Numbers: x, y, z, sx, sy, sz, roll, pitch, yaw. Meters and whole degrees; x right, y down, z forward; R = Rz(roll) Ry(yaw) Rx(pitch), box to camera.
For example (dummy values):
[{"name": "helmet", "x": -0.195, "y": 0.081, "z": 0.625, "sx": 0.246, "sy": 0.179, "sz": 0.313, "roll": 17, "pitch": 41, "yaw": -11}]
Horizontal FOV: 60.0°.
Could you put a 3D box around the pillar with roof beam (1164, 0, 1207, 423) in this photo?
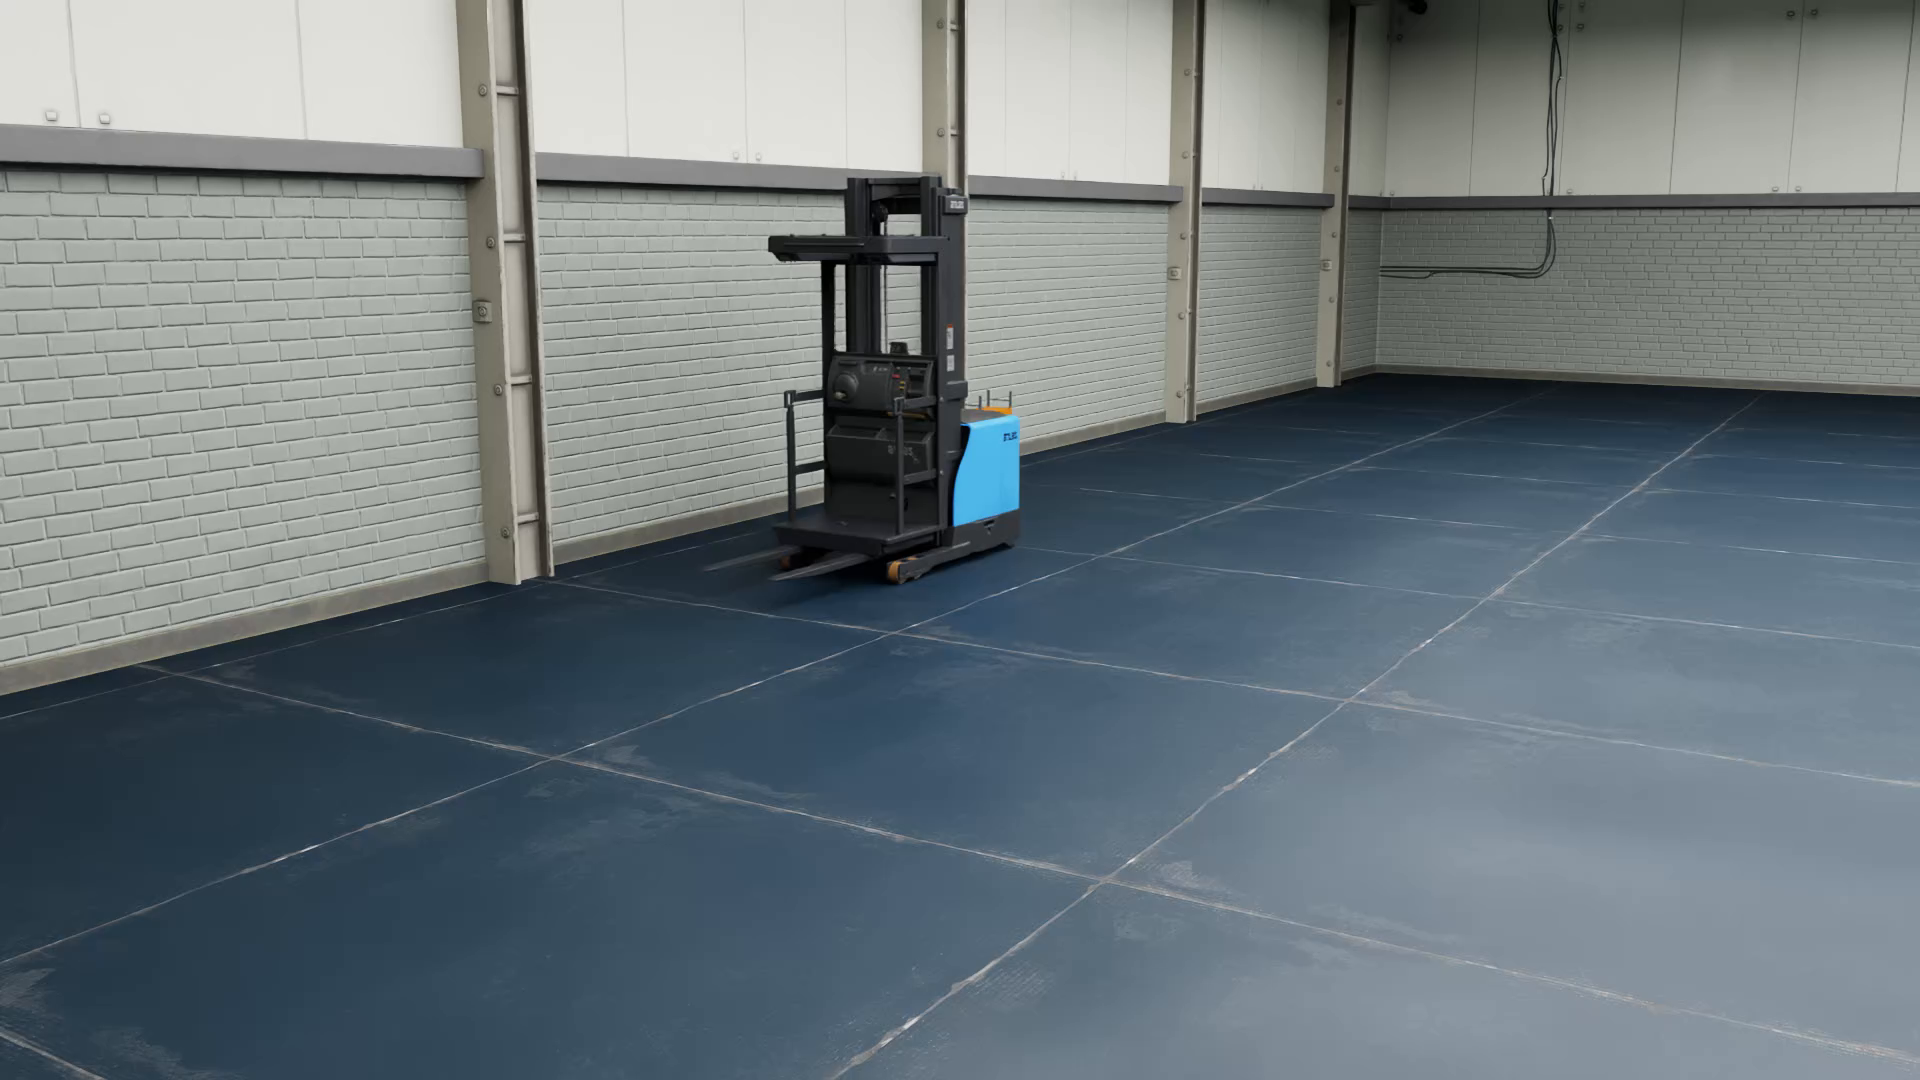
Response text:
[{"name": "pillar with roof beam", "x": 6.644, "y": -5.617, "z": 19.417, "sx": 9.100, "sy": 9.000, "sz": 0.400, "roll": 6, "pitch": 12, "yaw": 31}]

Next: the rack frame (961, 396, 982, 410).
[{"name": "rack frame", "x": 0.075, "y": -0.609, "z": 13.864, "sx": 0.240, "sy": 1.200, "sz": 0.015, "roll": 7, "pitch": 12, "yaw": 32}]

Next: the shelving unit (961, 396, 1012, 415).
[{"name": "shelving unit", "x": 0.202, "y": -0.647, "z": 14.061, "sx": 0.258, "sy": 1.200, "sz": 0.492, "roll": 7, "pitch": 12, "yaw": 32}]

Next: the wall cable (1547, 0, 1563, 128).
[{"name": "wall cable", "x": 11.051, "y": -8.007, "z": 26.895, "sx": 3.097, "sy": 2.526, "sz": 0.112, "roll": 6, "pitch": 12, "yaw": 31}]

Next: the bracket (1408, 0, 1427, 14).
[{"name": "bracket", "x": 7.829, "y": -9.145, "z": 28.482, "sx": 0.235, "sy": 0.232, "sz": 0.430, "roll": 6, "pitch": 12, "yaw": 31}]

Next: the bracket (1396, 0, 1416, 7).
[{"name": "bracket", "x": 7.522, "y": -9.052, "z": 27.986, "sx": 0.076, "sy": 0.066, "sz": 3.189, "roll": 6, "pitch": 12, "yaw": 31}]

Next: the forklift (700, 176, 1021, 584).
[{"name": "forklift", "x": -0.717, "y": -1.218, "z": 12.411, "sx": 1.130, "sy": 2.935, "sz": 3.031, "roll": 7, "pitch": 12, "yaw": 32}]

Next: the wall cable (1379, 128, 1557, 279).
[{"name": "wall cable", "x": 8.739, "y": -5.783, "z": 28.740, "sx": 3.097, "sy": 2.526, "sz": 0.112, "roll": 6, "pitch": 12, "yaw": 31}]

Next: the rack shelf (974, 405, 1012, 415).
[{"name": "rack shelf", "x": 0.206, "y": -1.034, "z": 13.994, "sx": 0.258, "sy": 0.148, "sz": 0.480, "roll": 7, "pitch": 12, "yaw": 32}]

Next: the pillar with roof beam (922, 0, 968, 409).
[{"name": "pillar with roof beam", "x": 3.529, "y": -4.673, "z": 14.377, "sx": 9.100, "sy": 9.000, "sz": 0.400, "roll": 6, "pitch": 12, "yaw": 31}]
